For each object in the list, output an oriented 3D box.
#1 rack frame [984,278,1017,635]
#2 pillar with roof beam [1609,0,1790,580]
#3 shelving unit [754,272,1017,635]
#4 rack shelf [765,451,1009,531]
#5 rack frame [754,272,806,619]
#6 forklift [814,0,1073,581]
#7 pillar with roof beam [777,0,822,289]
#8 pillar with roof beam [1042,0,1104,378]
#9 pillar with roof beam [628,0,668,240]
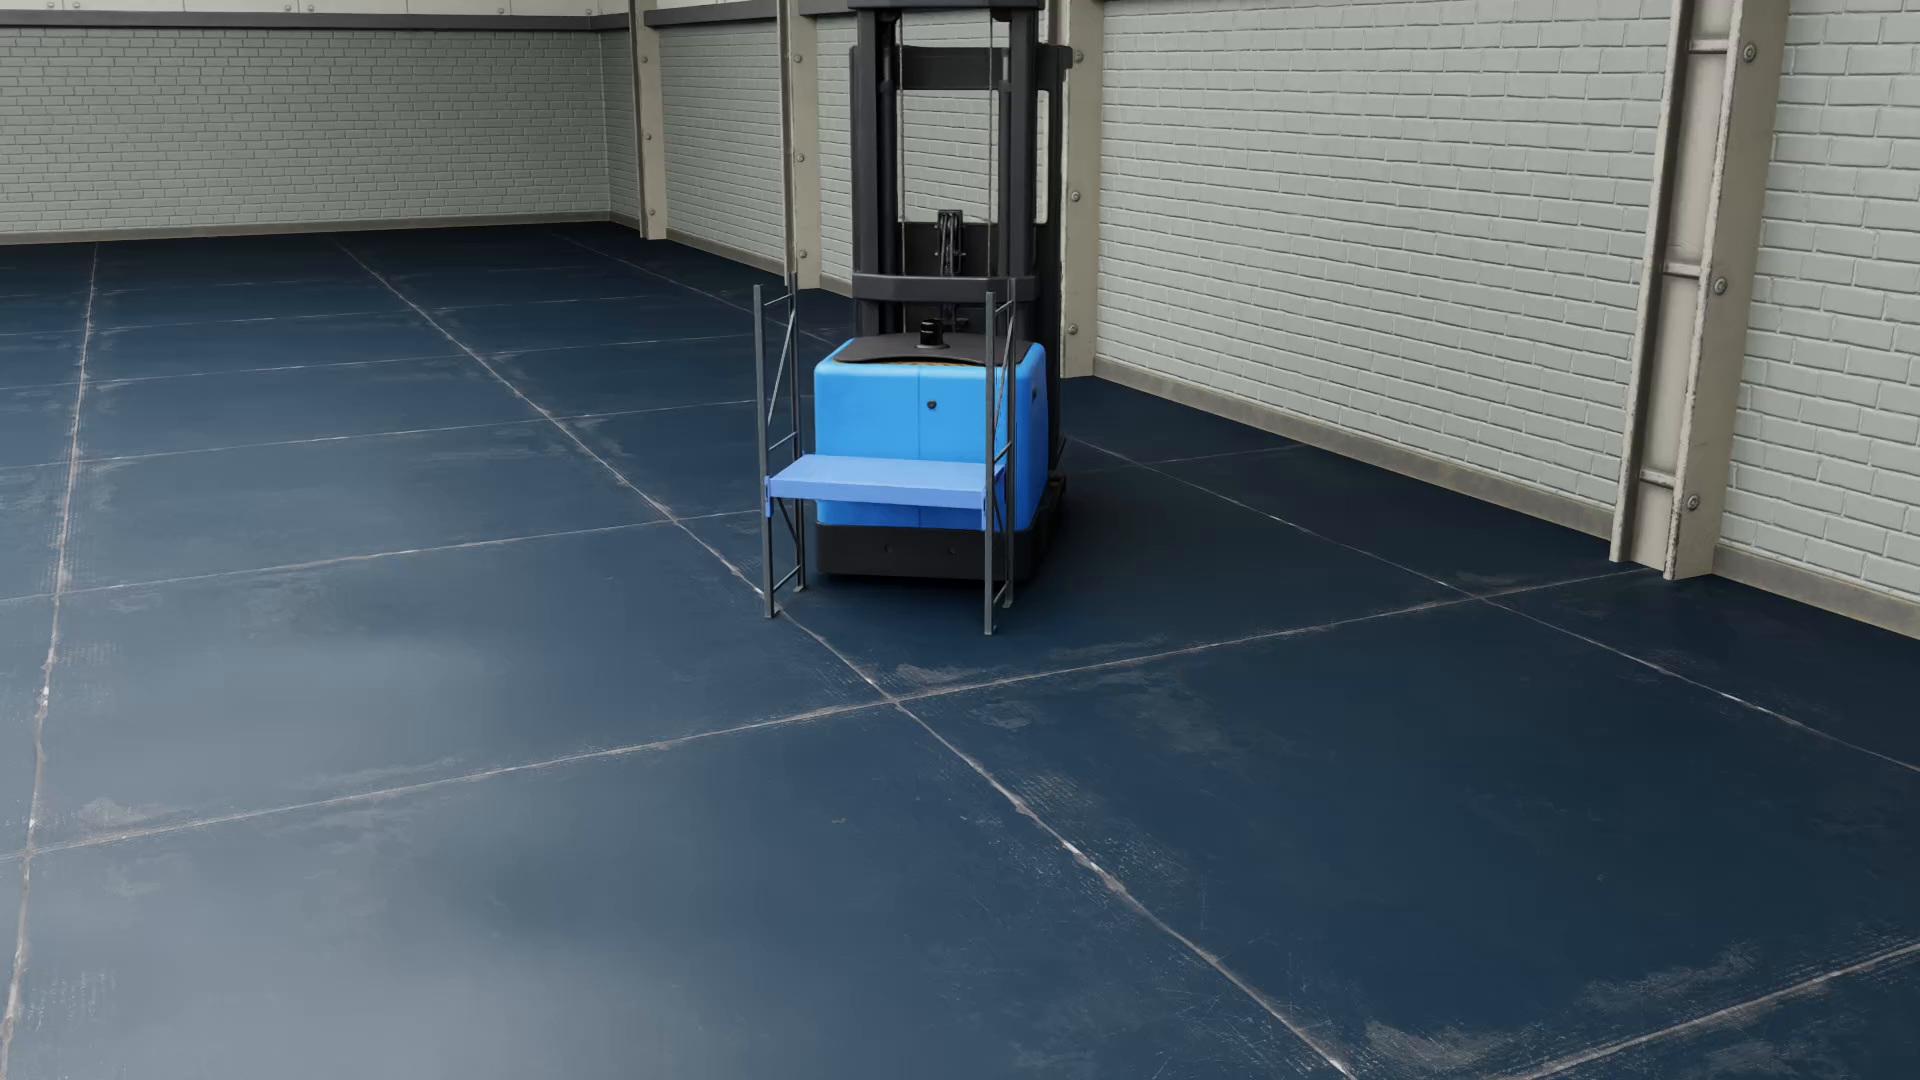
[{"bbox_3d":[0.179,-0.370,7.321,0.032,1.500,0.500,4,16,13],"label":"rack frame"},{"bbox_3d":[-0.367,-3.676,5.247,9.100,9.000,0.400,-8,18,-25],"label":"pillar with roof beam"},{"bbox_3d":[-0.316,-0.402,7.432,1.048,1.500,0.538,4,16,13],"label":"shelving unit"},{"bbox_3d":[-0.316,-0.229,7.481,1.000,0.185,0.538,4,16,13],"label":"rack shelf"},{"bbox_3d":[-0.811,-0.433,7.542,0.032,1.500,0.500,4,16,13],"label":"rack frame"},{"bbox_3d":[0.015,-1.576,8.929,1.130,2.935,3.031,2,16,7],"label":"forklift"},{"bbox_3d":[-5.624,-6.652,15.616,9.100,9.000,0.400,-8,18,-25],"label":"pillar with roof beam"},{"bbox_3d":[-2.996,-5.164,10.432,9.100,9.000,0.400,-8,18,-25],"label":"pillar with roof beam"},{"bbox_3d":[-8.253,-8.140,20.800,9.100,9.000,0.400,-8,18,-25],"label":"pillar with roof beam"}]
